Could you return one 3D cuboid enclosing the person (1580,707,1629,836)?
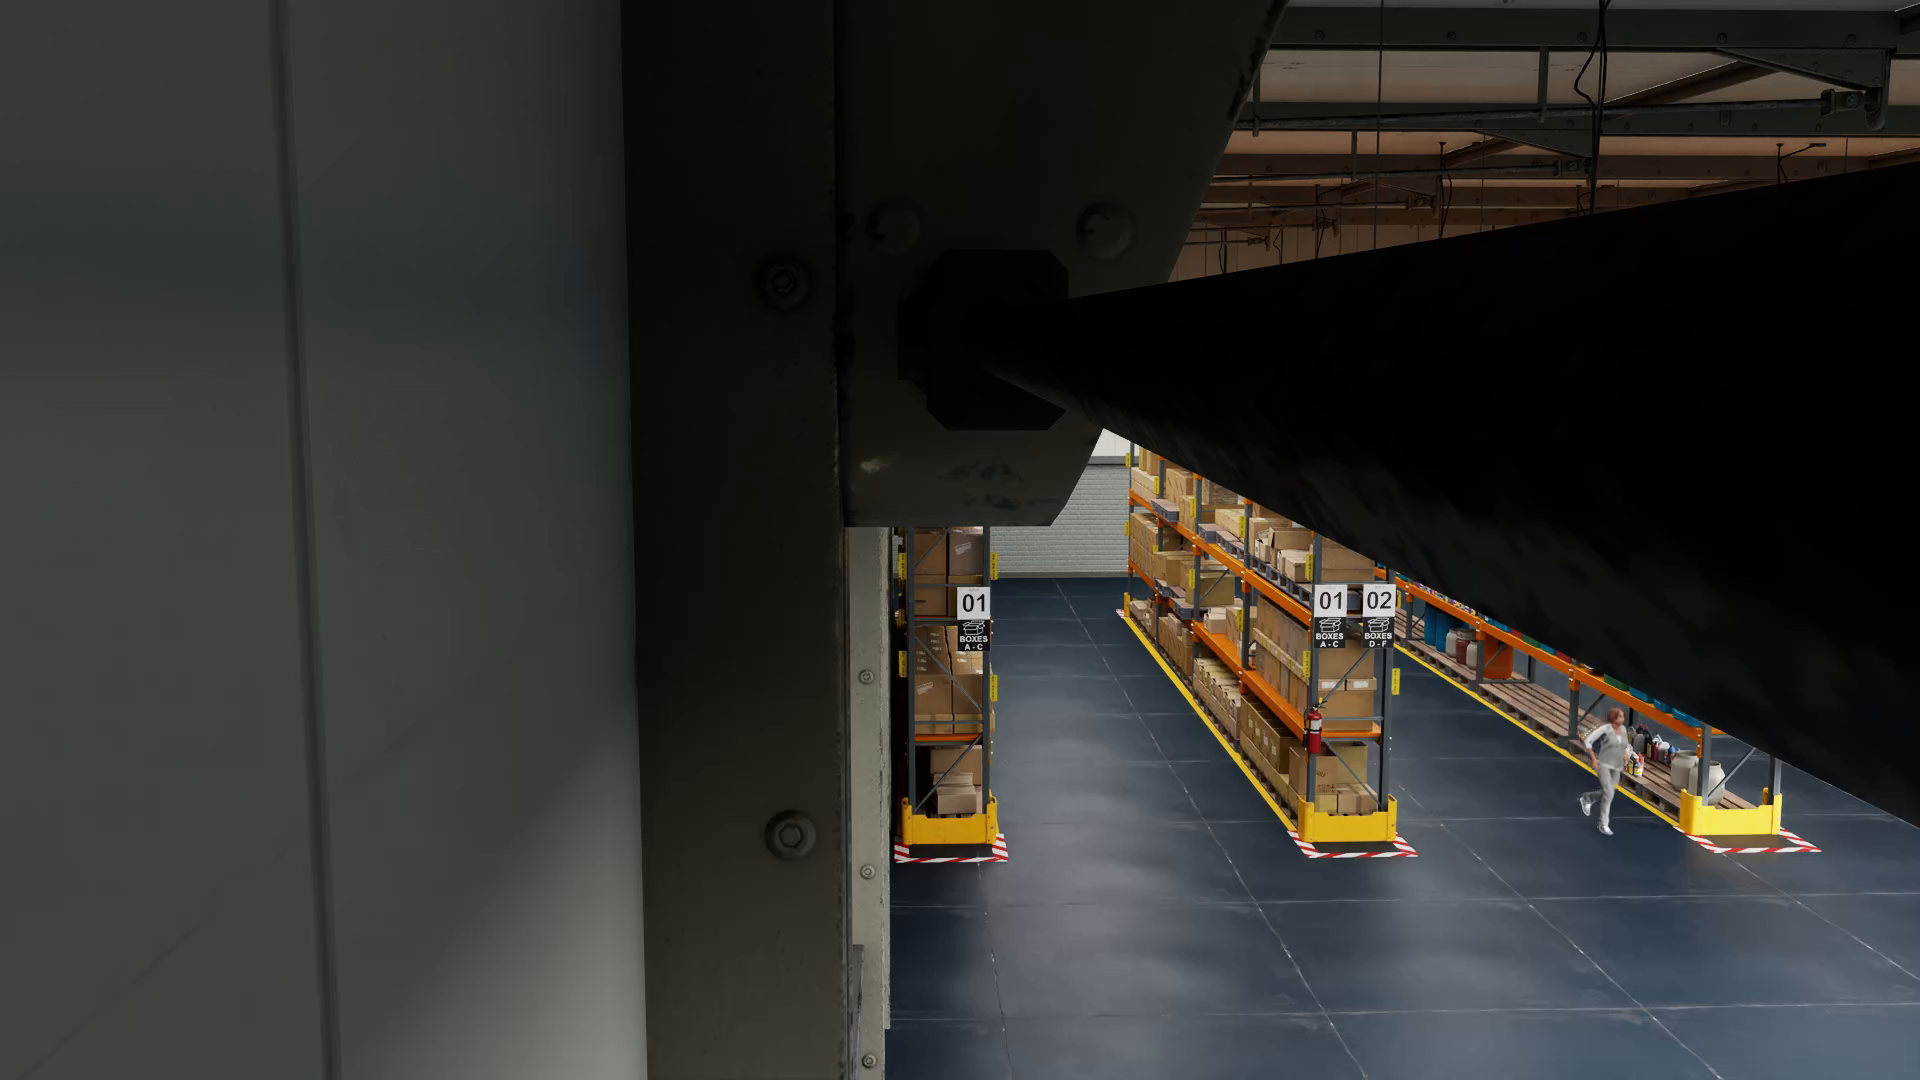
[{"bbox_3d":[8.187,2.889,21.071,0.580,1.590,0.725,-2,8,-16],"label":"person"}]
